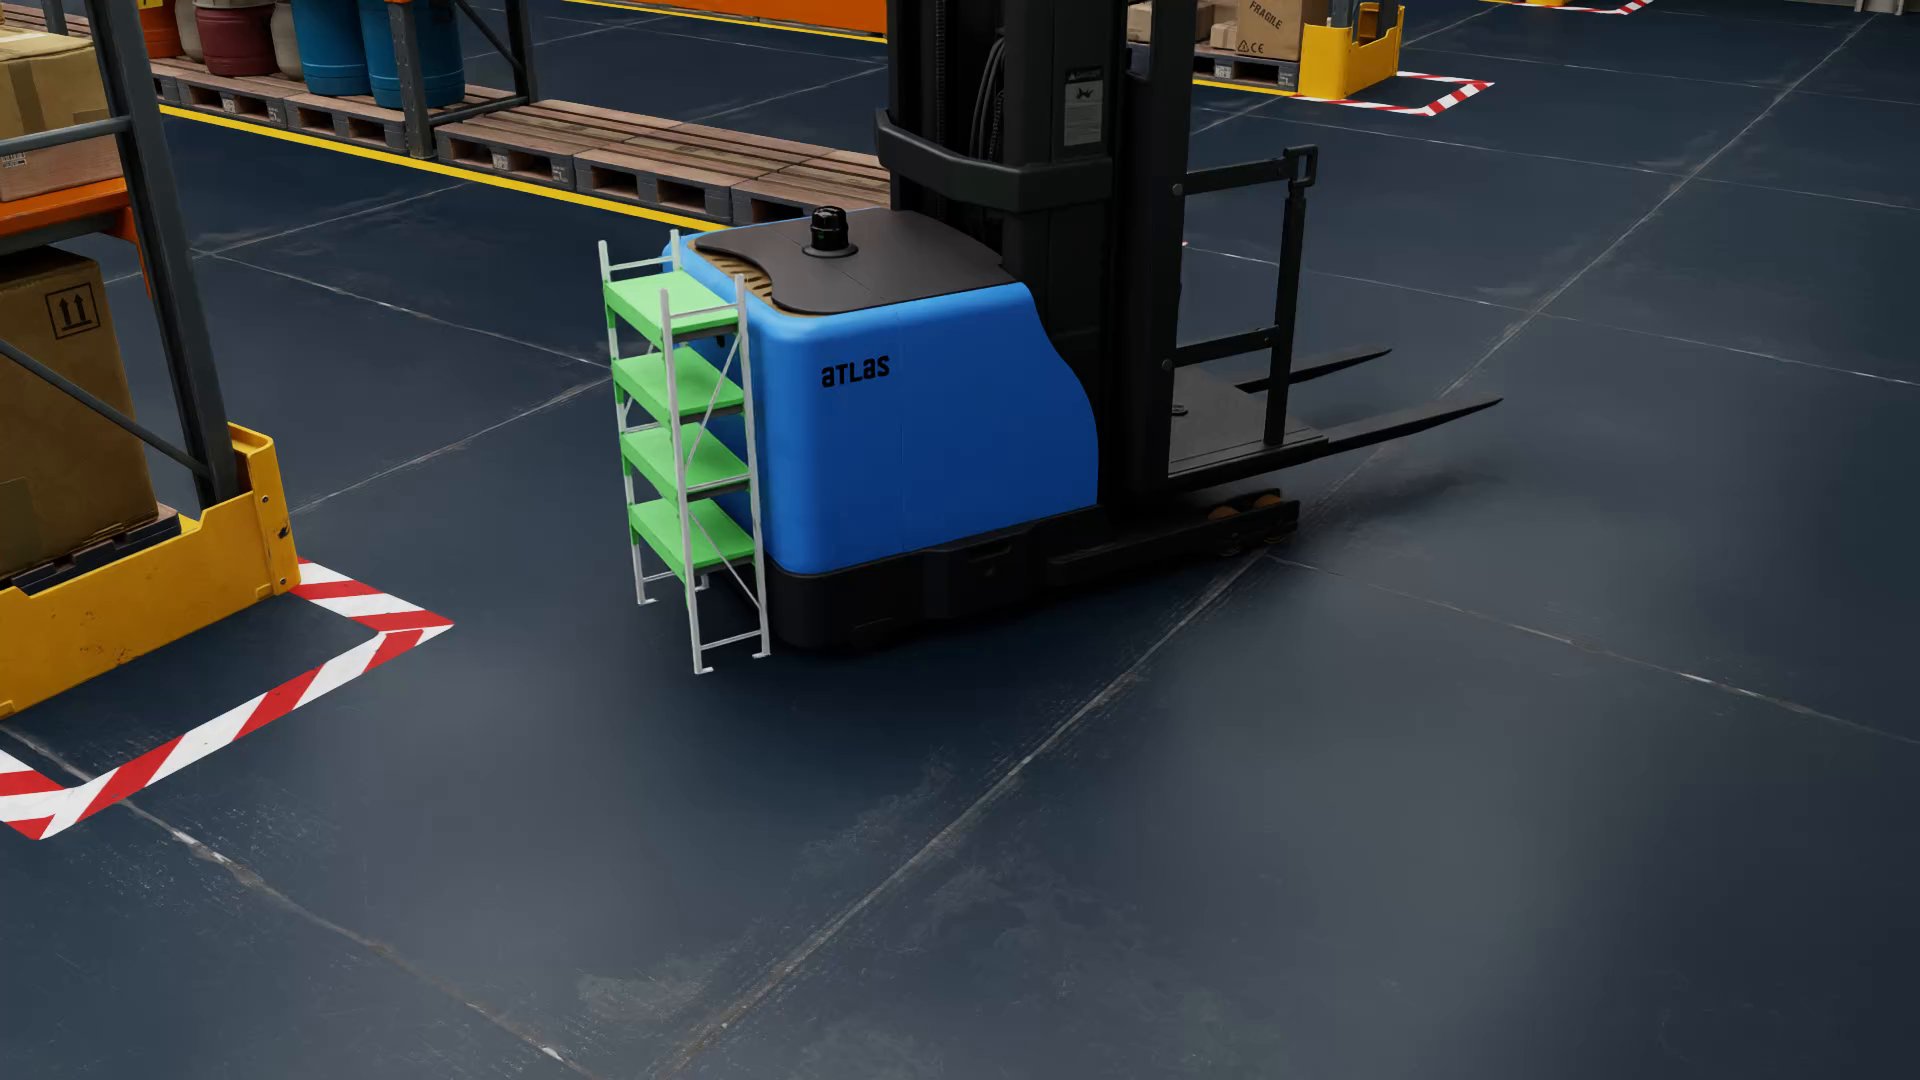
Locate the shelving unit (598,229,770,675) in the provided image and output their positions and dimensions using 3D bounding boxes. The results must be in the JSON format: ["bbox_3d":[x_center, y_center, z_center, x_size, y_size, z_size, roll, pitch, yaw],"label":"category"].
[{"bbox_3d":[-0.811,-0.257,4.929,0.258,1.200,0.503,-15,31,-26],"label":"shelving unit"}]

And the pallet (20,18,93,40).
[{"bbox_3d":[-7.043,-3.910,13.201,1.213,0.211,1.003,17,32,30],"label":"pallet"}]

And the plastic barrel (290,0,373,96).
[{"bbox_3d":[-4.152,-3.492,11.155,0.708,0.901,0.600,17,32,30],"label":"plastic barrel"}]

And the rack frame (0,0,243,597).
[{"bbox_3d":[-2.636,-1.033,4.473,0.127,3.000,1.000,17,32,30],"label":"rack frame"}]

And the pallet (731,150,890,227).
[{"bbox_3d":[-0.490,-1.869,9.189,1.213,0.211,1.003,17,32,30],"label":"pallet"}]

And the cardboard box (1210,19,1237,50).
[{"bbox_3d":[2.105,-3.855,12.656,0.250,0.166,0.380,17,32,30],"label":"cardboard box"}]

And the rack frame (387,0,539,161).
[{"bbox_3d":[-3.129,-3.912,10.130,0.127,3.000,1.000,17,32,30],"label":"rack frame"}]

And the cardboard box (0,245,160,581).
[{"bbox_3d":[-3.209,-0.408,5.124,0.875,0.875,0.875,17,32,30],"label":"cardboard box"}]

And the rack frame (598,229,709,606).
[{"bbox_3d":[-0.932,-0.353,5.118,0.240,1.200,0.015,-15,31,-26],"label":"rack frame"}]

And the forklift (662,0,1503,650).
[{"bbox_3d":[0.581,-1.445,5.358,3.031,2.935,1.130,-14,30,-26],"label":"forklift"}]

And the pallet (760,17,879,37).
[{"bbox_3d":[-1.014,-4.715,14.783,1.213,0.211,1.003,17,32,30],"label":"pallet"}]

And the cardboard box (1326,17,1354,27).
[{"bbox_3d":[2.825,-3.898,12.760,0.250,0.149,0.380,17,32,30],"label":"cardboard box"}]

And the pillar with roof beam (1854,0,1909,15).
[{"bbox_3d":[6.055,-7.283,10.140,0.400,9.000,9.100,17,32,30],"label":"pillar with roof beam"}]

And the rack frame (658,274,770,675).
[{"bbox_3d":[-0.689,-0.161,4.740,0.240,1.200,0.015,-15,31,-26],"label":"rack frame"}]

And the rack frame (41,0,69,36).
[{"bbox_3d":[-6.427,-4.939,12.149,0.127,3.000,1.000,17,32,30],"label":"rack frame"}]

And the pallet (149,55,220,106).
[{"bbox_3d":[-5.753,-3.510,12.414,1.213,0.211,1.003,17,32,30],"label":"pallet"}]

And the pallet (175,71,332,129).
[{"bbox_3d":[-4.752,-3.196,11.798,1.213,0.211,1.003,17,32,30],"label":"pallet"}]

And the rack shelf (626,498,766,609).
[{"bbox_3d":[-0.808,0.014,5.068,0.258,0.148,0.480,-15,31,-26],"label":"rack shelf"}]

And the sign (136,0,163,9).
[{"bbox_3d":[-2.317,-1.661,4.664,0.005,0.325,0.100,17,32,30],"label":"sign"}]

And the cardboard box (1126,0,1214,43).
[{"bbox_3d":[1.622,-4.009,12.868,0.500,0.250,0.500,17,32,30],"label":"cardboard box"}]

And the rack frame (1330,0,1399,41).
[{"bbox_3d":[2.975,-4.736,11.749,0.127,3.000,1.000,17,32,30],"label":"rack frame"}]

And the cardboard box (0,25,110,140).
[{"bbox_3d":[-2.879,-1.323,4.881,0.500,0.250,0.500,16,31,29],"label":"cardboard box"}]

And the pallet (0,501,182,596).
[{"bbox_3d":[-3.340,0.033,5.452,1.213,0.211,1.003,17,32,30],"label":"pallet"}]

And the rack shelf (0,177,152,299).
[{"bbox_3d":[-4.285,-1.226,5.646,4.000,0.370,1.077,17,32,30],"label":"rack shelf"}]

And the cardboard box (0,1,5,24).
[{"bbox_3d":[-3.291,-1.786,4.963,0.500,0.500,0.500,16,31,29],"label":"cardboard box"}]

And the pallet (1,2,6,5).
[{"bbox_3d":[-9.054,-4.537,14.432,1.213,0.211,1.003,17,32,30],"label":"pallet"}]

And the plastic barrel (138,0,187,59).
[{"bbox_3d":[-6.014,-4.040,12.311,0.708,0.830,0.600,17,32,30],"label":"plastic barrel"}]

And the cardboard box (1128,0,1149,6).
[{"bbox_3d":[1.230,-4.366,13.290,0.637,0.503,0.797,17,32,30],"label":"cardboard box"}]

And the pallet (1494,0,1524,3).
[{"bbox_3d":[5.073,-5.522,16.369,1.213,0.211,1.003,17,32,30],"label":"pallet"}]

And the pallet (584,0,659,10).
[{"bbox_3d":[-3.025,-5.342,16.014,1.213,0.211,1.003,17,32,30],"label":"pallet"}]

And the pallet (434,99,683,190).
[{"bbox_3d":[-2.501,-2.495,10.420,1.213,0.211,1.003,17,32,30],"label":"pallet"}]

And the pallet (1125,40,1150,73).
[{"bbox_3d":[1.253,-4.031,13.438,1.213,0.211,1.003,17,32,30],"label":"pallet"}]

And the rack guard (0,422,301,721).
[{"bbox_3d":[-2.617,0.087,5.028,0.348,0.500,1.175,17,32,30],"label":"rack guard"}]

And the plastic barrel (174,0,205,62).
[{"bbox_3d":[-5.498,-3.787,12.164,0.421,0.512,0.421,0,27,0],"label":"plastic barrel"}]

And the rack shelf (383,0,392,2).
[{"bbox_3d":[-4.778,-4.105,11.303,4.000,0.370,1.077,17,32,30],"label":"rack shelf"}]

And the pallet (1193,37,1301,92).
[{"bbox_3d":[2.255,-3.717,12.822,1.213,0.211,1.003,17,32,30],"label":"pallet"}]

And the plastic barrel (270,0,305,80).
[{"bbox_3d":[-4.567,-3.497,11.594,0.421,0.512,0.421,0,27,0],"label":"plastic barrel"}]

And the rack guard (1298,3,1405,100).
[{"bbox_3d":[2.913,-3.642,12.354,0.348,0.500,1.175,17,32,30],"label":"rack guard"}]

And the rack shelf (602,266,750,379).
[{"bbox_3d":[-0.814,-0.627,4.739,0.258,0.148,0.480,-15,31,-26],"label":"rack shelf"}]

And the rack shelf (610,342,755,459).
[{"bbox_3d":[-0.812,-0.413,4.848,0.258,0.148,0.480,-15,31,-26],"label":"rack shelf"}]

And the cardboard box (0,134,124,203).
[{"bbox_3d":[-2.742,-1.136,4.952,0.250,0.149,0.380,18,32,31],"label":"cardboard box"}]

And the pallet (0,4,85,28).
[{"bbox_3d":[-8.045,-4.224,13.817,1.213,0.211,1.003,17,32,30],"label":"pallet"}]

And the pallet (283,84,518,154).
[{"bbox_3d":[-3.742,-2.883,11.183,1.213,0.211,1.003,17,32,30],"label":"pallet"}]

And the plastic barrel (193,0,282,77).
[{"bbox_3d":[-5.083,-3.643,11.796,0.708,0.588,0.600,17,32,30],"label":"plastic barrel"}]

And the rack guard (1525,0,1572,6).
[{"bbox_3d":[5.797,-5.469,15.945,0.348,0.500,1.175,17,32,30],"label":"rack guard"}]

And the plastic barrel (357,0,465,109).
[{"bbox_3d":[-3.568,-3.310,10.798,0.708,0.901,0.600,17,32,30],"label":"plastic barrel"}]

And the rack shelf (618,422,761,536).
[{"bbox_3d":[-0.810,-0.200,4.958,0.258,0.148,0.480,-15,31,-26],"label":"rack shelf"}]

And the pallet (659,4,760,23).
[{"bbox_3d":[-2.024,-5.028,15.398,1.213,0.211,1.003,17,32,30],"label":"pallet"}]

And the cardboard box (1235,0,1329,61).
[{"bbox_3d":[2.388,-3.866,12.310,0.500,0.500,0.500,17,32,30],"label":"cardboard box"}]

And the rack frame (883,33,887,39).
[{"bbox_3d":[-0.322,-5.763,13.767,0.127,3.000,1.000,17,32,30],"label":"rack frame"}]

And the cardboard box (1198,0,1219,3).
[{"bbox_3d":[1.863,-4.209,13.260,0.500,0.250,0.500,17,32,30],"label":"cardboard box"}]

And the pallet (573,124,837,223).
[{"bbox_3d":[-1.492,-2.182,9.805,1.213,0.211,1.003,17,32,30],"label":"pallet"}]

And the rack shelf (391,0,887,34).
[{"bbox_3d":[-1.481,-3.078,9.284,4.000,0.370,1.077,17,32,30],"label":"rack shelf"}]

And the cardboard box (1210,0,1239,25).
[{"bbox_3d":[2.276,-4.081,13.008,0.500,0.250,0.500,17,32,30],"label":"cardboard box"}]
